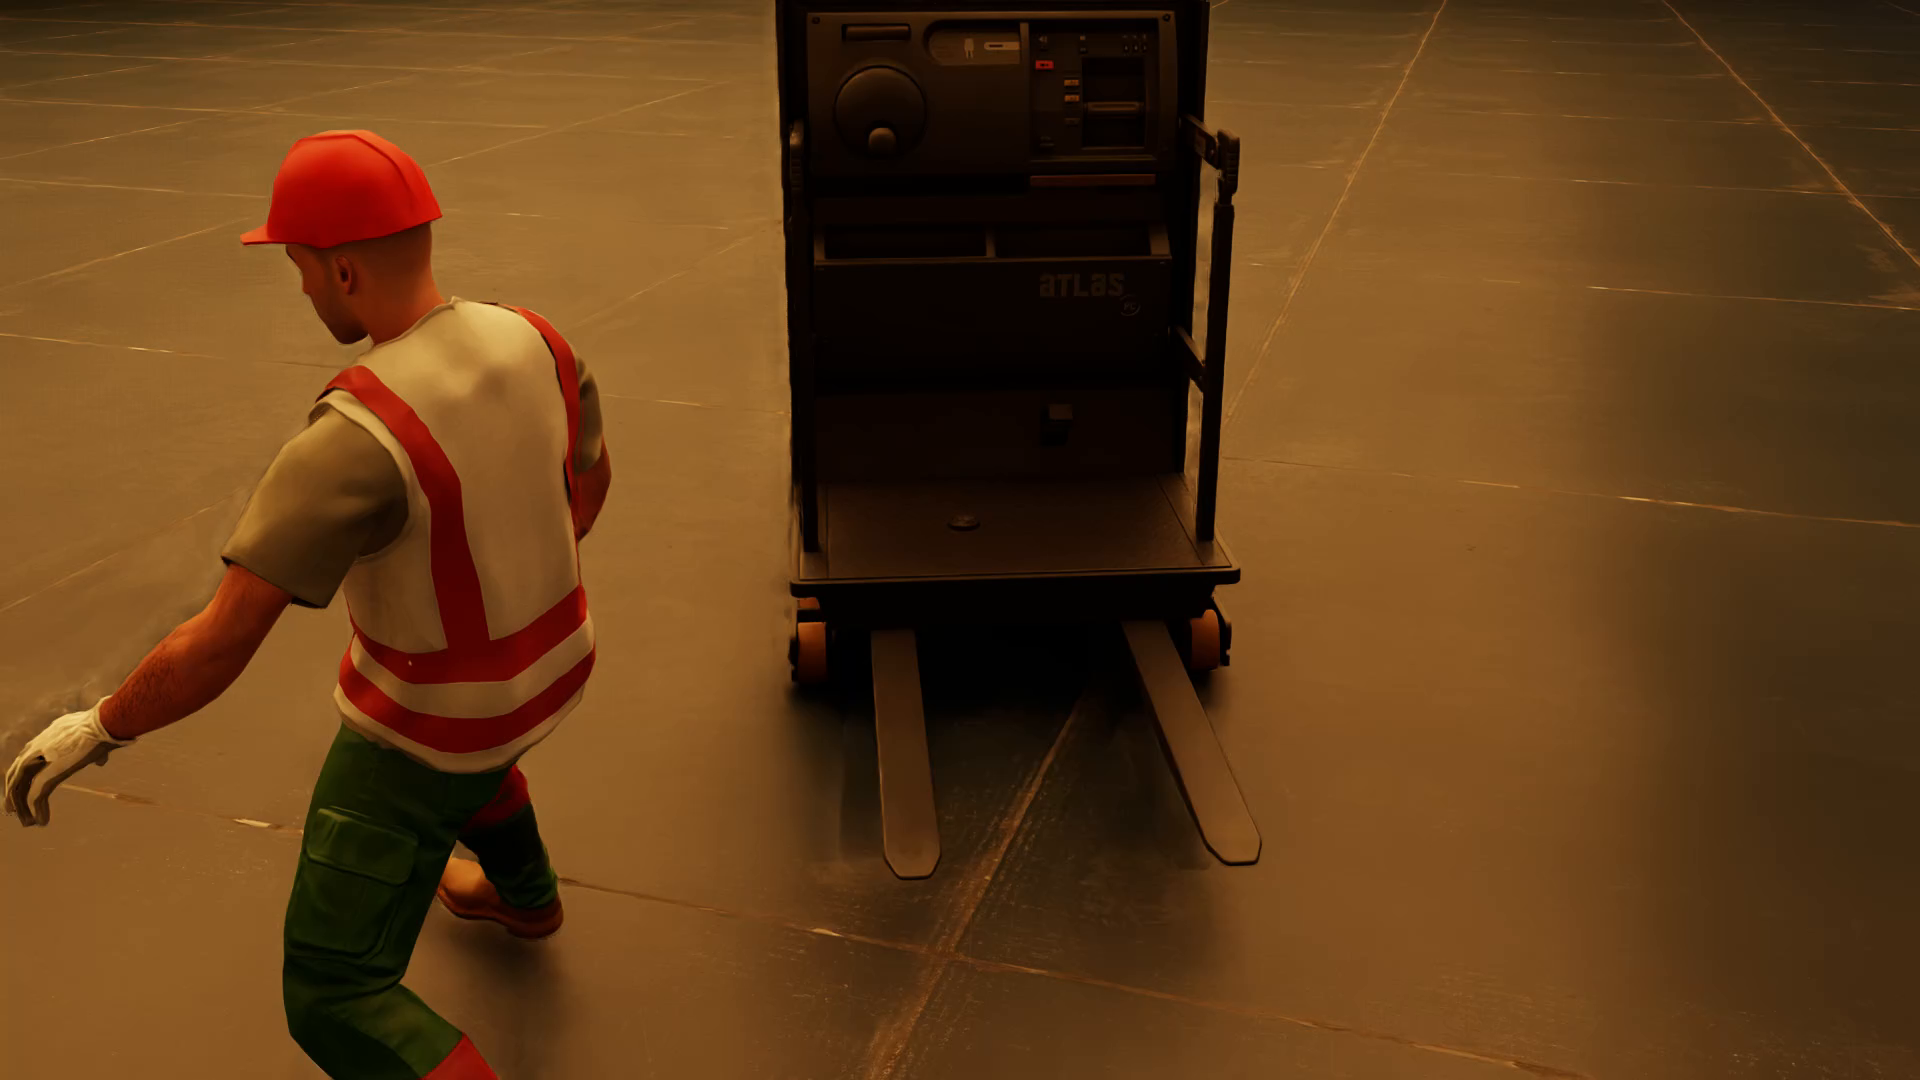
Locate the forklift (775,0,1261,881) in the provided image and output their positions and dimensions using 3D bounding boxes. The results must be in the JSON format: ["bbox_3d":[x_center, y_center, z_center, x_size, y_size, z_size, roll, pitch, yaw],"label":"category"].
[{"bbox_3d":[0.102,-1.117,3.984,1.130,2.935,3.031,-2,22,-4],"label":"forklift"}]

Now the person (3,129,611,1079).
[{"bbox_3d":[-0.839,0.217,2.508,0.786,1.637,0.992,9,24,21],"label":"person"}]
